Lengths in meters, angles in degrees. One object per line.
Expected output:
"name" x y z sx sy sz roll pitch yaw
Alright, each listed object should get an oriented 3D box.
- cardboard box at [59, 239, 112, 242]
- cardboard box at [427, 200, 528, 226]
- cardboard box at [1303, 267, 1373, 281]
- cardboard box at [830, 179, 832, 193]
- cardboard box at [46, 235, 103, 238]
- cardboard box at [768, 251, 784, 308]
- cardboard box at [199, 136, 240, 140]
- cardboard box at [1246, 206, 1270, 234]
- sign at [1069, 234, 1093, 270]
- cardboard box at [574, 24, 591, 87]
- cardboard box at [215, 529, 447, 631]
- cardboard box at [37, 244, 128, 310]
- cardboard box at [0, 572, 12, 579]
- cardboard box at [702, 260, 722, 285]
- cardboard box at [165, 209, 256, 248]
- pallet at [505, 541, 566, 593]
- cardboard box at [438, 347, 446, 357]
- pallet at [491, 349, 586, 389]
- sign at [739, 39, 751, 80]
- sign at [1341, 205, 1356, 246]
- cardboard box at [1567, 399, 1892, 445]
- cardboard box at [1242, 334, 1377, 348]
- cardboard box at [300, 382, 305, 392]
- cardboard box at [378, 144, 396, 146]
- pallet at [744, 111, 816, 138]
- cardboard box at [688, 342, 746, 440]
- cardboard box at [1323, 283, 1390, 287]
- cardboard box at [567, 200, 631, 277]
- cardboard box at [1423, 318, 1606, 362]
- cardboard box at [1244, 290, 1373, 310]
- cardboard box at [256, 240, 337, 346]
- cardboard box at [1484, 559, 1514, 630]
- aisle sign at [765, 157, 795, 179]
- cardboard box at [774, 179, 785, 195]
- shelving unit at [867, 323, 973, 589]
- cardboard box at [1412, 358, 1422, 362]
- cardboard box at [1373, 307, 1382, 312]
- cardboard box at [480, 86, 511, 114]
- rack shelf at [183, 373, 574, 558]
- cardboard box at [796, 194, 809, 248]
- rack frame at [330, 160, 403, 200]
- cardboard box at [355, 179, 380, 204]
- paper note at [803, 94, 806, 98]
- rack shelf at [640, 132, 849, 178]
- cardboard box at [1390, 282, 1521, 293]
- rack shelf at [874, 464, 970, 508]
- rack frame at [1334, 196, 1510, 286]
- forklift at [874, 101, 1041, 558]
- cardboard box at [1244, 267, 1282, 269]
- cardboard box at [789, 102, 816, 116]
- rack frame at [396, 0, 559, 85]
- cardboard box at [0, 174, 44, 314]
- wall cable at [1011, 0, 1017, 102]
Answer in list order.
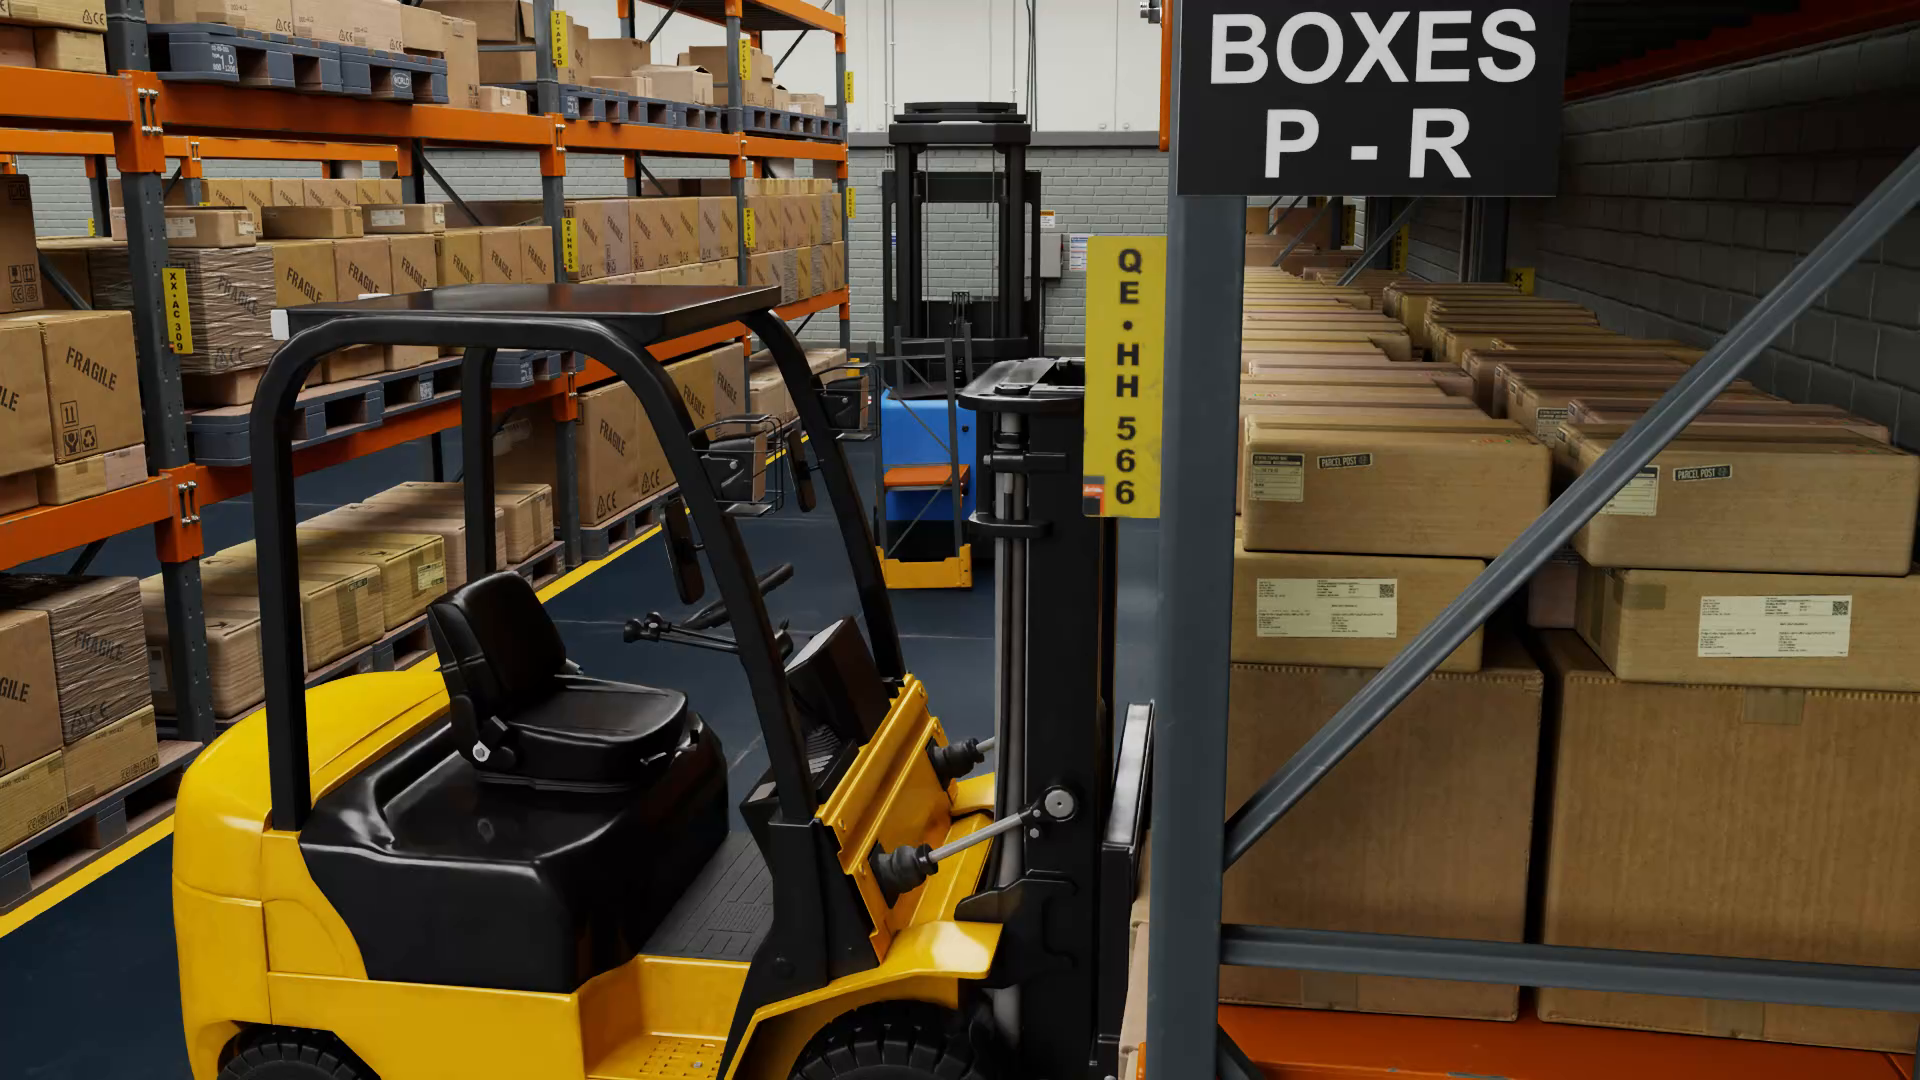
"cardboard box" -7.229 -2.400 13.699 0.380 0.149 0.250 2 12 8
"cardboard box" -3.125 -1.963 10.871 0.500 0.500 0.500 2 12 7
"cardboard box" 2.109 -1.441 9.282 0.380 0.149 0.250 2 12 10
"cardboard box" -1.573 -3.748 17.615 0.380 0.149 0.250 2 12 9
"cardboard box" -7.753 -2.587 14.567 0.380 0.149 0.250 3 12 12
"cardboard box" -1.919 -2.385 15.201 0.500 0.500 0.500 2 12 9
"cardboard box" -6.906 -3.762 15.066 0.500 0.250 0.500 3 12 12
"cardboard box" 2.623 -2.855 15.492 0.500 0.500 0.500 2 12 10
"sign" 1.702 -4.031 23.305 0.329 0.494 0.001 2 12 9
"cardboard box" -2.962 -3.406 11.824 0.500 0.500 0.500 2 12 9
"cardboard box" -3.271 0.199 8.691 0.950 0.372 0.625 2 12 11
"cardboard box" -3.717 -0.980 6.980 0.500 0.500 0.500 2 12 8
"cardboard box" -3.919 0.410 6.222 0.500 0.500 0.500 2 12 11
"cardboard box" -2.228 -2.109 13.329 0.500 0.250 0.500 2 12 10
"cardboard box" -3.139 -1.280 6.832 0.380 0.149 0.250 2 12 8
"pallet" -3.068 0.216 9.988 1.003 0.211 1.213 2 12 9
"cardboard box" -2.966 -1.046 8.825 0.380 0.149 0.250 2 12 9
"pallet" -2.950 -1.064 9.764 1.213 0.211 1.003 2 12 9
"sign" -1.793 -3.999 13.837 0.100 0.325 0.005 2 12 9
"sign" 3.123 -2.531 13.368 0.100 0.325 0.005 2 12 9
"cardboard box" 1.094 -0.112 2.408 0.380 0.149 0.250 2 12 11
"cardboard box" 0.673 -0.346 3.494 0.380 0.149 0.250 2 12 10
"cardboard box" -3.117 -0.716 7.293 0.380 0.149 0.250 2 12 10
"cardboard box" -6.431 -4.404 18.043 0.500 0.250 0.500 2 12 7
"pallet" -2.005 -3.988 15.969 1.003 0.211 1.213 2 12 9
"cardboard box" -2.347 -1.177 13.881 0.875 0.875 0.875 2 12 10
"cardboard box" 1.892 -1.121 7.797 0.380 0.149 0.250 2 12 10
"cardboard box" -2.562 -2.045 11.253 0.500 0.500 0.500 2 12 9
"cardboard box" 1.295 -0.434 3.906 0.380 0.149 0.250 2 12 10
"cardboard box" 1.020 -0.660 4.955 0.380 0.149 0.250 2 12 8
"cardboard box" -3.129 -1.069 7.392 0.500 0.500 0.500 2 12 9
"cardboard box" 1.138 0.264 2.911 0.500 0.500 0.500 2 12 10
"aisle sign" -1.991 -4.270 18.015 0.394 0.787 0.004 2 12 9
"cardboard box" -1.836 -3.267 15.380 0.380 0.149 0.250 2 12 7
"shelving unit" -0.199 -0.555 10.443 0.587 1.500 1.083 -2 12 7
"cardboard box" 1.363 -0.395 4.431 0.380 0.149 0.250 2 12 11
"cardboard box" 1.703 -0.803 6.322 0.380 0.149 0.250 1 12 7
"cardboard box" -2.817 -2.528 9.582 0.380 0.149 0.250 2 12 9
"rack shelf" -3.254 -0.541 8.593 1.077 0.370 4.000 2 12 9
"cardboard box" -1.764 -3.087 16.087 0.500 0.500 0.500 2 12 8
"rack frame" -6.622 -3.114 18.823 1.000 3.000 0.127 2 12 9
"cardboard box" -6.525 -3.588 17.707 0.500 0.500 0.500 1 12 7
"paper note" -1.464 -4.192 15.699 0.006 0.032 0.123 2 12 9
"rack shelf" -2.023 -3.673 16.004 1.077 0.370 4.000 2 12 9
"cardboard box" 1.593 -0.752 5.378 0.380 0.149 0.250 2 12 9
"rack shelf" -0.190 -0.377 10.472 0.538 0.185 1.000 -2 12 7
"rack frame" 1.344 -0.317 5.842 1.000 3.000 0.127 2 12 9
"forklift" 0.018 -1.565 11.799 1.130 2.935 3.031 0 12 2
"cardboard box" 1.619 -1.458 9.363 0.380 0.149 0.250 2 12 10
"cardboard box" -1.681 -4.386 16.966 0.380 0.149 0.250 1 12 4
"rack frame" -2.946 -4.242 9.817 1.000 3.000 0.127 2 12 9
"cardboard box" -3.843 -1.075 6.045 0.700 0.500 0.500 2 12 8
"wall cable" -0.376 -7.076 22.965 2.355 3.000 0.029 2 12 9
